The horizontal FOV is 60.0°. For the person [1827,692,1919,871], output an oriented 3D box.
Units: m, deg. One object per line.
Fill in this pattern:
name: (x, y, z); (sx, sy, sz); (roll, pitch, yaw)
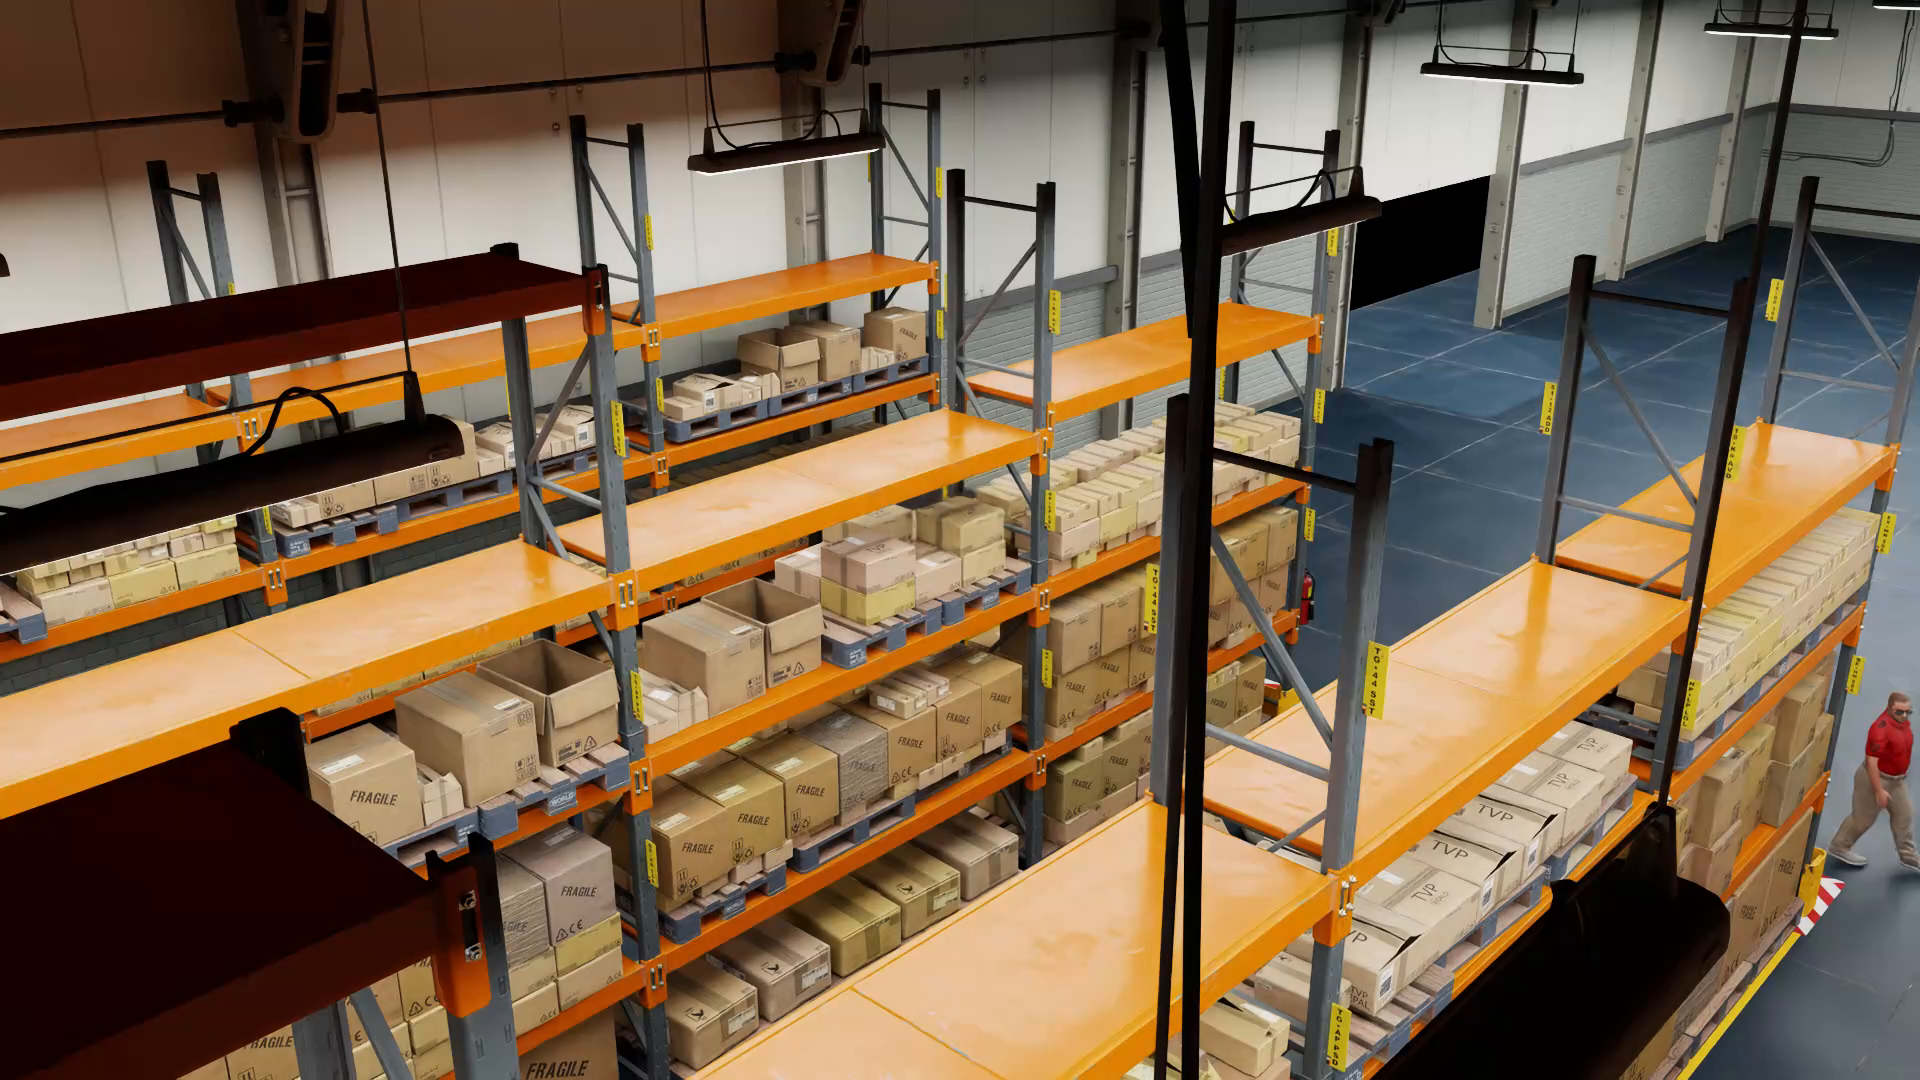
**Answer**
person: (8.034, 2.135, 14.273); (0.665, 1.628, 0.803); (-15, 26, -33)
